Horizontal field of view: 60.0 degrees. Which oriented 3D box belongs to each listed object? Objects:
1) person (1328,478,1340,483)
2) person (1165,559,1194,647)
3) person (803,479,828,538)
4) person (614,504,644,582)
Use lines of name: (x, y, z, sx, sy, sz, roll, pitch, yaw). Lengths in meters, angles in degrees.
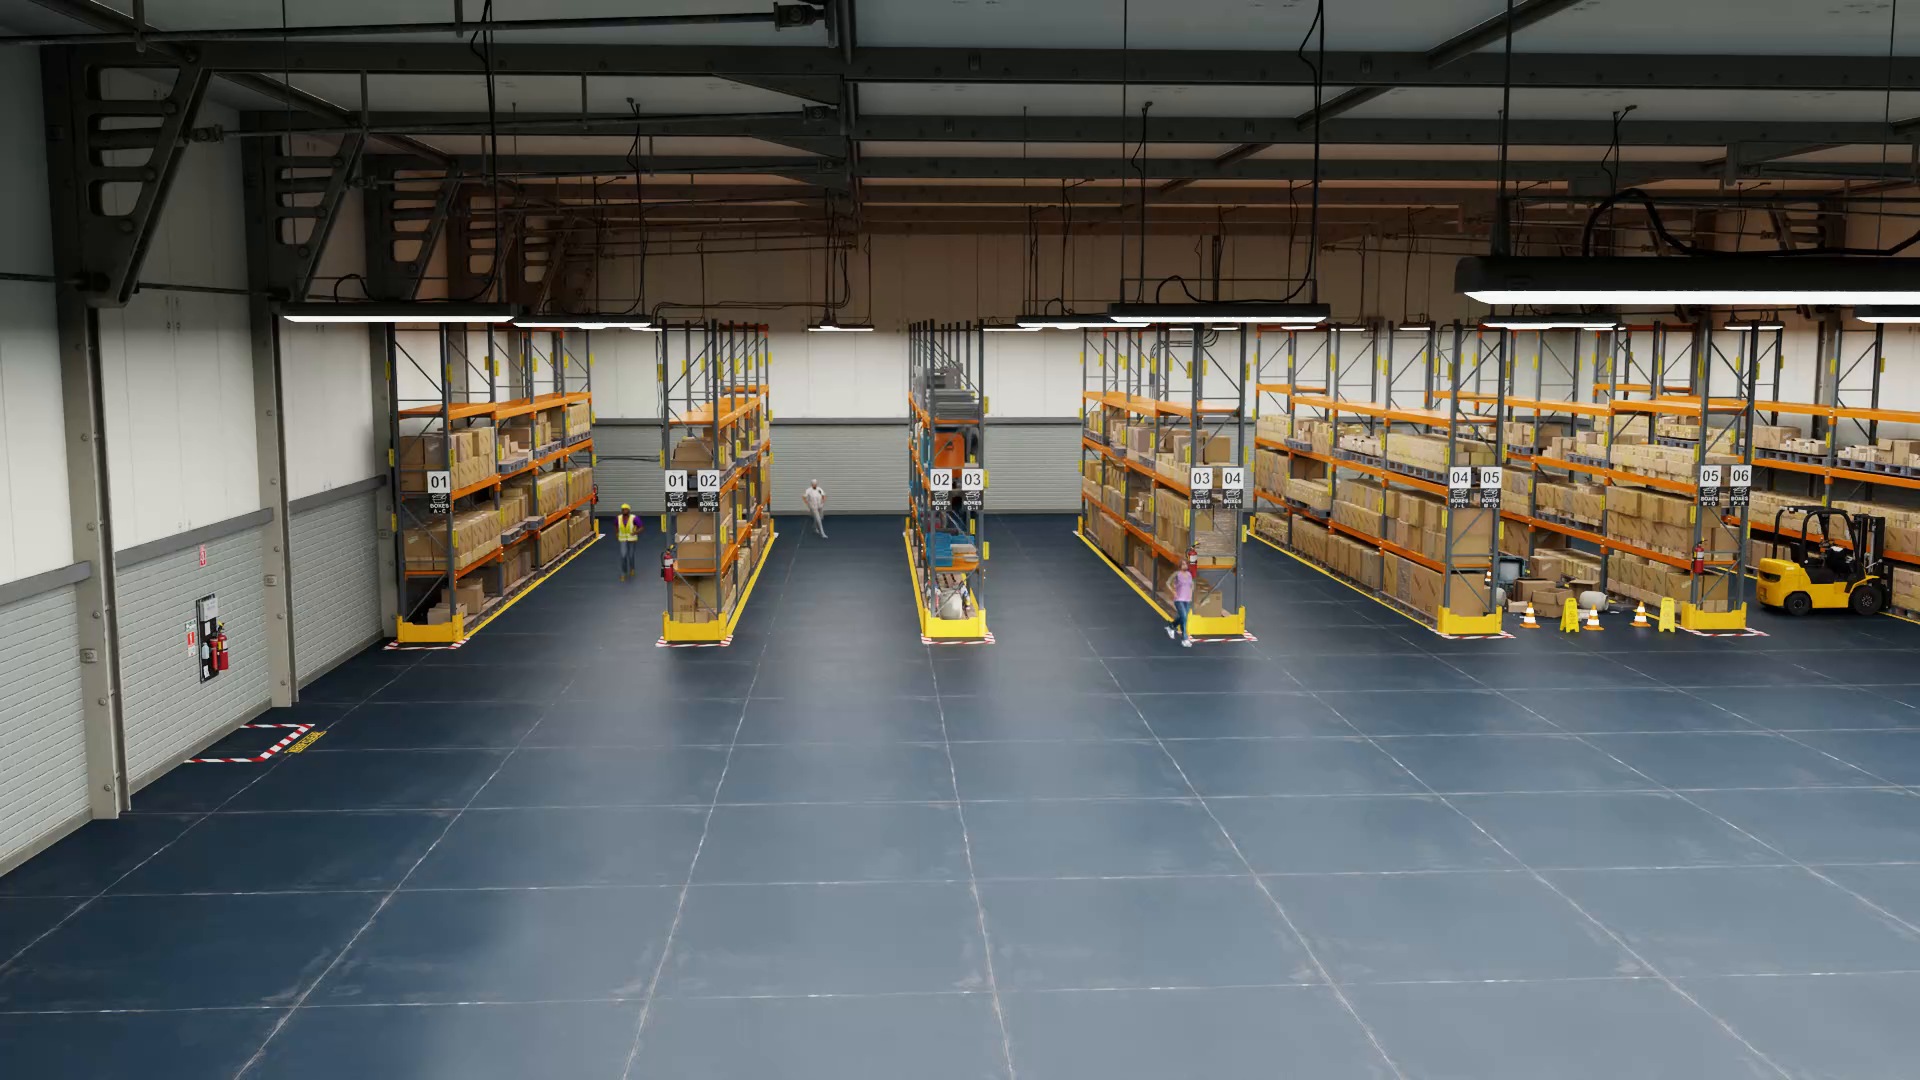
person: (11.000, -1.257, 49.396, 0.763, 1.727, 0.708, 1, 7, 8)
person: (4.104, 1.142, 30.878, 0.586, 1.607, 0.733, -4, 8, -26)
person: (-4.101, -0.900, 47.091, 0.642, 1.653, 0.855, -4, 8, -29)
person: (-7.752, 0.054, 38.964, 0.704, 1.835, 0.745, 0, 7, -1)
